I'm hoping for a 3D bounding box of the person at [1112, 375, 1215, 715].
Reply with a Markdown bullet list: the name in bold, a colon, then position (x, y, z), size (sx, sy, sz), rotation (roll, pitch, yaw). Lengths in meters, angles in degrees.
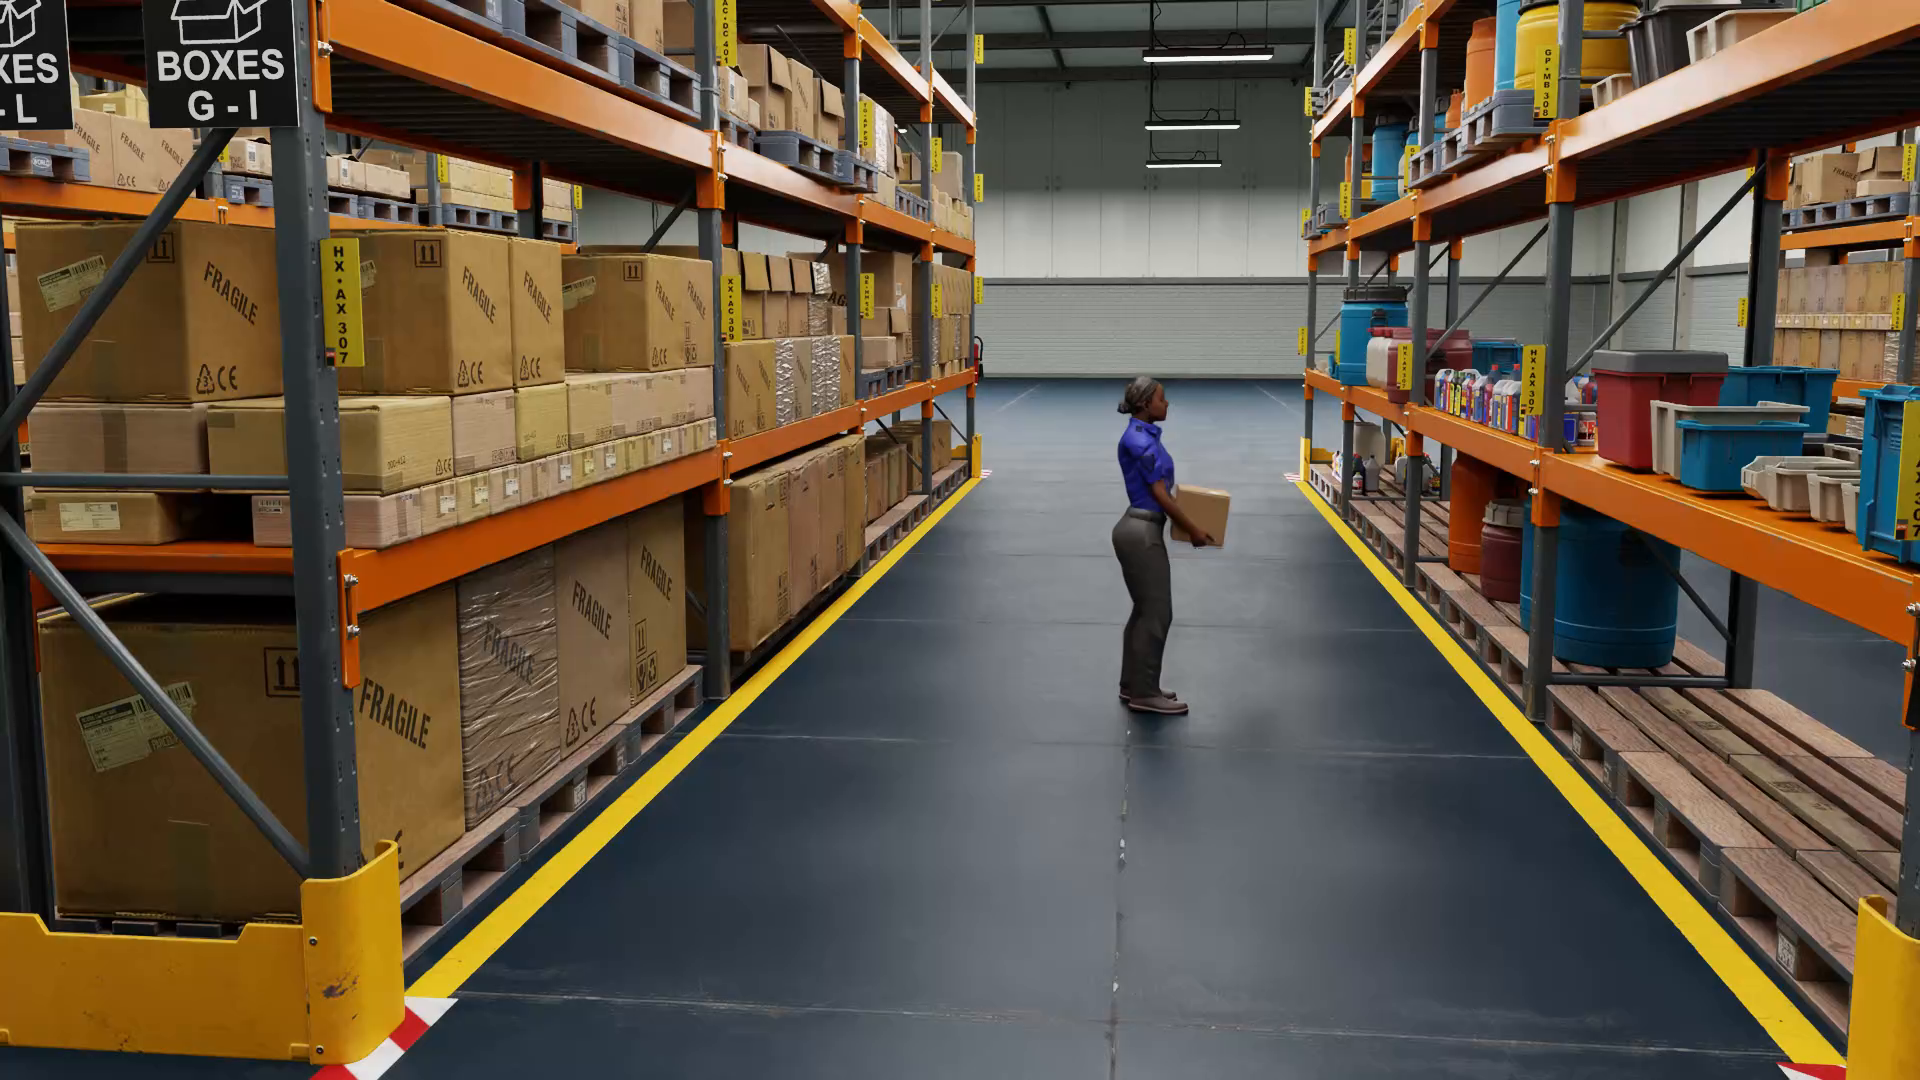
- **person**: position (1.002, 0.018, 8.220), size (0.502, 1.657, 0.434), rotation (1, 8, 5)
